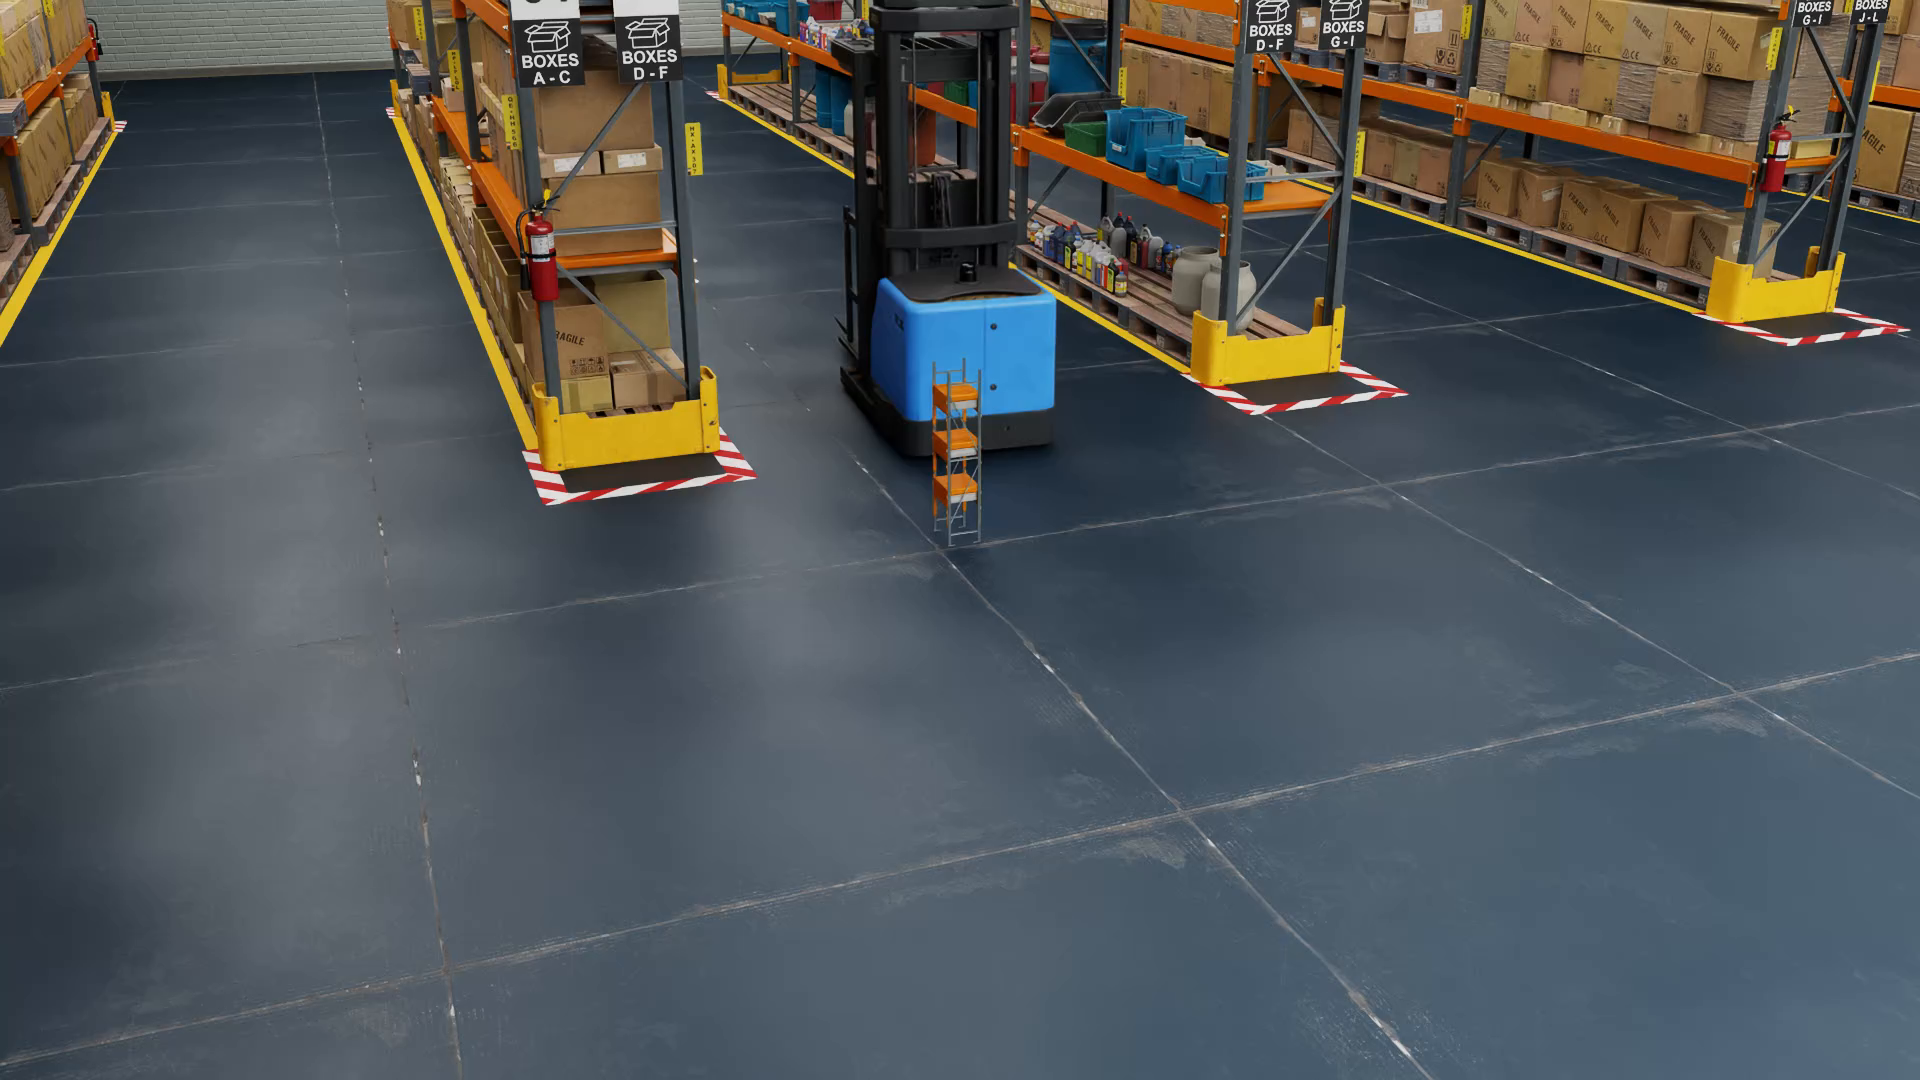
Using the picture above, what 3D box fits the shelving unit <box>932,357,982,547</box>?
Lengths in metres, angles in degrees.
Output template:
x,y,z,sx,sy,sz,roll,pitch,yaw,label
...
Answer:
x,y,z,sx,sy,sz,roll,pitch,yaw,label
-0.019,-0.503,9.592,0.215,1.050,0.252,-8,24,-19,shelving unit

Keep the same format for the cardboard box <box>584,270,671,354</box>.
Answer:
x,y,z,sx,sy,sz,roll,pitch,yaw,label
-2.373,-1.651,11.839,0.500,0.500,0.500,-8,24,-19,cardboard box

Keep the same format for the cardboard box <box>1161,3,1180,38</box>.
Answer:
x,y,z,sx,sy,sz,roll,pitch,yaw,label
3.100,-7.170,22.772,0.500,0.500,0.500,-9,24,-20,cardboard box

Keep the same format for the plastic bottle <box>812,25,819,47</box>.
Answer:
x,y,z,sx,sy,sz,roll,pitch,yaw,label
-1.865,-6.552,21.599,0.097,0.271,0.097,0,23,0,plastic bottle

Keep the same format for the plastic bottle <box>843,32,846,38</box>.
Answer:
x,y,z,sx,sy,sz,roll,pitch,yaw,label
-1.405,-6.131,20.585,0.061,0.283,0.133,-8,24,-19,plastic bottle

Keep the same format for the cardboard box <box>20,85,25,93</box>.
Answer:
x,y,z,sx,sy,sz,roll,pitch,yaw,label
-10.124,-4.799,17.571,0.380,0.149,0.250,-8,24,-19,cardboard box

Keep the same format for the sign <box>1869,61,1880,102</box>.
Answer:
x,y,z,sx,sy,sz,roll,pitch,yaw,label
7.563,-3.803,13.797,0.100,0.325,0.005,-8,24,-19,sign

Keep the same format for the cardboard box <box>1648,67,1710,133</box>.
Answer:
x,y,z,sx,sy,sz,roll,pitch,yaw,label
6.598,-3.882,14.587,0.875,0.500,0.500,-8,24,-19,cardboard box

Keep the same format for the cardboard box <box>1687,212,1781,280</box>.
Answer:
x,y,z,sx,sy,sz,roll,pitch,yaw,label
6.851,-2.601,14.736,0.500,0.500,0.500,-4,23,-9,cardboard box

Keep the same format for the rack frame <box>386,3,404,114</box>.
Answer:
x,y,z,sx,sy,sz,roll,pitch,yaw,label
-7.866,-7.786,24.360,1.000,3.000,0.127,-8,24,-19,rack frame

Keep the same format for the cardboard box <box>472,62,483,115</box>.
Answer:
x,y,z,sx,sy,sz,roll,pitch,yaw,label
-4.431,-4.318,16.003,0.500,0.500,0.500,-10,25,-22,cardboard box

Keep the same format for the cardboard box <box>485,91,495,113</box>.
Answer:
x,y,z,sx,sy,sz,roll,pitch,yaw,label
-3.531,-3.462,13.137,0.380,0.149,0.250,-9,24,-20,cardboard box

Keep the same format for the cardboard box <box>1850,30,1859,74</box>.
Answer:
x,y,z,sx,sy,sz,roll,pitch,yaw,label
10.384,-5.701,19.286,0.500,0.500,0.500,-8,24,-18,cardboard box

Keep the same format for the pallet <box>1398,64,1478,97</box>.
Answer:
x,y,z,sx,sy,sz,roll,pitch,yaw,label
5.509,-4.993,17.981,1.003,0.211,1.213,-8,24,-19,pallet

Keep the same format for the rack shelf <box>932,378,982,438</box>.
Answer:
x,y,z,sx,sy,sz,roll,pitch,yaw,label
-0.019,-0.755,9.486,0.215,0.259,0.240,-8,24,-19,rack shelf

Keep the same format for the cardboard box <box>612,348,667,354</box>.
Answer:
x,y,z,sx,sy,sz,roll,pitch,yaw,label
-2.375,-1.305,11.984,0.500,0.250,0.500,-8,24,-19,cardboard box

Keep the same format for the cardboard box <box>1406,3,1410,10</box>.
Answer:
x,y,z,sx,sy,sz,roll,pitch,yaw,label
7.172,-8.290,25.880,0.380,0.149,0.250,-9,24,-20,cardboard box

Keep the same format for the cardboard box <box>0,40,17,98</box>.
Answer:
x,y,z,sx,sy,sz,roll,pitch,yaw,label
-9.605,-4.602,16.269,0.500,0.500,0.500,-8,24,-17,cardboard box

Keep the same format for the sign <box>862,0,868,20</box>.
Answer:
x,y,z,sx,sy,sz,roll,pitch,yaw,label
-1.302,-7.213,22.645,0.100,0.325,0.005,-8,24,-19,sign

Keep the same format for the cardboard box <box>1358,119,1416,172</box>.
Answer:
x,y,z,sx,sy,sz,roll,pitch,yaw,label
4.900,-4.642,19.554,0.700,0.500,0.500,-6,24,-15,cardboard box

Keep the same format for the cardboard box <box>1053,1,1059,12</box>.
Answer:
x,y,z,sx,sy,sz,roll,pitch,yaw,label
1.677,-8.387,26.110,0.380,0.149,0.250,-9,24,-20,cardboard box

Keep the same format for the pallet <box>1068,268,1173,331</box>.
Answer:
x,y,z,sx,sy,sz,roll,pitch,yaw,label
1.642,-2.125,14.520,1.003,0.211,1.213,-8,24,-19,pallet

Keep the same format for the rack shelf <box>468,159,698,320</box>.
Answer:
x,y,z,sx,sy,sz,roll,pitch,yaw,label
-2.920,-2.367,12.431,1.077,0.370,4.000,-8,24,-19,rack shelf

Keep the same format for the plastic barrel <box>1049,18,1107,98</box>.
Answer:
x,y,z,sx,sy,sz,roll,pitch,yaw,label
1.156,-4.517,15.959,0.600,0.901,0.708,-8,24,-19,plastic barrel

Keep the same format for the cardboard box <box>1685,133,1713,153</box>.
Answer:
x,y,z,sx,sy,sz,roll,pitch,yaw,label
6.538,-3.464,14.431,0.380,0.149,0.250,-8,24,-19,cardboard box

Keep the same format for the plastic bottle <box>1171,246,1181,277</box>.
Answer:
x,y,z,sx,sy,sz,roll,pitch,yaw,label
1.917,-2.458,14.667,0.097,0.271,0.097,0,23,0,plastic bottle

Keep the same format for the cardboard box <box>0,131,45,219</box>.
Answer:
x,y,z,sx,sy,sz,roll,pitch,yaw,label
-9.809,-3.686,16.861,0.750,0.750,0.750,-9,24,-20,cardboard box

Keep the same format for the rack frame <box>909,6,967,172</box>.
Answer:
x,y,z,sx,sy,sz,roll,pitch,yaw,label
-0.404,-5.557,19.073,1.000,3.000,0.127,-8,24,-19,rack frame

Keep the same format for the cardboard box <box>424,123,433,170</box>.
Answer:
x,y,z,sx,sy,sz,roll,pitch,yaw,label
-5.963,-4.615,19.490,0.500,0.500,0.500,-9,25,-21,cardboard box

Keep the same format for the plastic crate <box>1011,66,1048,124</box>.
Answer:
x,y,z,sx,sy,sz,roll,pitch,yaw,label
0.552,-4.267,15.930,0.402,0.464,0.583,-8,24,-19,plastic crate

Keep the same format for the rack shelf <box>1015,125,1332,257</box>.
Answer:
x,y,z,sx,sy,sz,roll,pitch,yaw,label
1.716,-3.046,14.040,1.077,0.370,4.000,-8,24,-19,rack shelf

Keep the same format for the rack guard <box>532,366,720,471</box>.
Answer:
x,y,z,sx,sy,sz,roll,pitch,yaw,label
-2.205,-0.812,11.032,1.175,0.500,0.348,-8,24,-19,rack guard

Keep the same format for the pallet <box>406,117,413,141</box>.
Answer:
x,y,z,sx,sy,sz,roll,pitch,yaw,label
-7.129,-5.741,23.100,1.003,0.211,1.213,-8,24,-19,pallet

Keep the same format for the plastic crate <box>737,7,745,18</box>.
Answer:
x,y,z,sx,sy,sz,roll,pitch,yaw,label
-3.175,-7.861,24.801,0.250,0.136,0.298,-8,24,-19,plastic crate

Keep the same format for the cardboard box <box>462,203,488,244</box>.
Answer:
x,y,z,sx,sy,sz,roll,pitch,yaw,label
-4.227,-2.906,15.061,0.500,0.311,0.500,-8,24,-18,cardboard box

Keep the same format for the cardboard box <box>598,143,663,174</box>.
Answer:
x,y,z,sx,sy,sz,roll,pitch,yaw,label
-2.150,-2.489,10.830,0.380,0.149,0.250,-9,24,-19,cardboard box

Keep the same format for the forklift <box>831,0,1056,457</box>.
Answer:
x,y,z,sx,sy,sz,roll,pitch,yaw,label
-0.261,-2.440,11.766,1.130,2.935,3.031,-6,24,-15,forklift

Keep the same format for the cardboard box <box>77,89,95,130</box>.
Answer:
x,y,z,sx,sy,sz,roll,pitch,yaw,label
-11.981,-5.724,22.146,0.700,0.500,0.500,-8,24,-19,cardboard box

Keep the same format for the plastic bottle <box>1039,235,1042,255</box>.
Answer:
x,y,z,sx,sy,sz,roll,pitch,yaw,label
0.783,-2.767,15.490,0.097,0.201,0.097,0,23,0,plastic bottle

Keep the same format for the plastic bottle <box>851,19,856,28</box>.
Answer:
x,y,z,sx,sy,sz,roll,pitch,yaw,label
-1.375,-6.855,22.311,0.152,0.276,0.135,-8,24,-19,plastic bottle

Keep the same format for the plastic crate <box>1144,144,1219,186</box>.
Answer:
x,y,z,sx,sy,sz,roll,pitch,yaw,label
1.741,-2.960,13.101,0.499,0.251,0.408,-8,24,-19,plastic crate

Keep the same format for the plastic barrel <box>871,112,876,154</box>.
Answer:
x,y,z,sx,sy,sz,roll,pitch,yaw,label
-0.876,-4.973,20.349,0.421,0.512,0.421,0,23,0,plastic barrel

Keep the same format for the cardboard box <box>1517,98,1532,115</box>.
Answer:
x,y,z,sx,sy,sz,roll,pitch,yaw,label
5.725,-4.279,16.364,0.380,0.149,0.250,-8,24,-19,cardboard box

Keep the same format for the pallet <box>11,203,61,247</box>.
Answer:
x,y,z,sx,sy,sz,roll,pitch,yaw,label
-9.880,-3.210,17.094,1.003,0.211,1.213,-8,24,-19,pallet

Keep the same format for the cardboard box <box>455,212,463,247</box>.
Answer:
x,y,z,sx,sy,sz,roll,pitch,yaw,label
-4.581,-3.018,16.048,0.500,0.250,0.500,-8,24,-18,cardboard box

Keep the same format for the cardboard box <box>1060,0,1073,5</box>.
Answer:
x,y,z,sx,sy,sz,roll,pitch,yaw,label
1.874,-8.440,25.723,0.500,0.250,0.500,-9,24,-20,cardboard box

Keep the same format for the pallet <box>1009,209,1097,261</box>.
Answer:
x,y,z,sx,sy,sz,roll,pitch,yaw,label
0.695,-3.099,16.831,1.003,0.211,1.213,-8,24,-19,pallet

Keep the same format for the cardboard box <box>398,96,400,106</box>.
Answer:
x,y,z,sx,sy,sz,roll,pitch,yaw,label
-7.951,-6.393,24.137,0.380,0.166,0.250,-8,24,-19,cardboard box

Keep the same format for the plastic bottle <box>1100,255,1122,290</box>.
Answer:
x,y,z,sx,sy,sz,roll,pitch,yaw,label
1.300,-2.301,14.287,0.152,0.276,0.135,-8,24,-19,plastic bottle

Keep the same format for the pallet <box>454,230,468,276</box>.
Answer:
x,y,z,sx,sy,sz,roll,pitch,yaw,label
-4.358,-2.847,16.233,1.003,0.211,1.213,-8,24,-19,pallet

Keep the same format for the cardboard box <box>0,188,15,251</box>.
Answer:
x,y,z,sx,sy,sz,roll,pitch,yaw,label
-9.369,-2.994,15.644,0.700,0.500,0.500,-8,24,-18,cardboard box

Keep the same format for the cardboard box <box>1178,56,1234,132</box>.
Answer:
x,y,z,sx,sy,sz,roll,pitch,yaw,label
3.698,-6.030,22.389,1.225,0.875,0.875,-8,24,-19,cardboard box

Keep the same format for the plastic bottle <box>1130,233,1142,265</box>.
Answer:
x,y,z,sx,sy,sz,roll,pitch,yaw,label
1.601,-2.650,15.106,0.061,0.283,0.133,-8,24,-19,plastic bottle
